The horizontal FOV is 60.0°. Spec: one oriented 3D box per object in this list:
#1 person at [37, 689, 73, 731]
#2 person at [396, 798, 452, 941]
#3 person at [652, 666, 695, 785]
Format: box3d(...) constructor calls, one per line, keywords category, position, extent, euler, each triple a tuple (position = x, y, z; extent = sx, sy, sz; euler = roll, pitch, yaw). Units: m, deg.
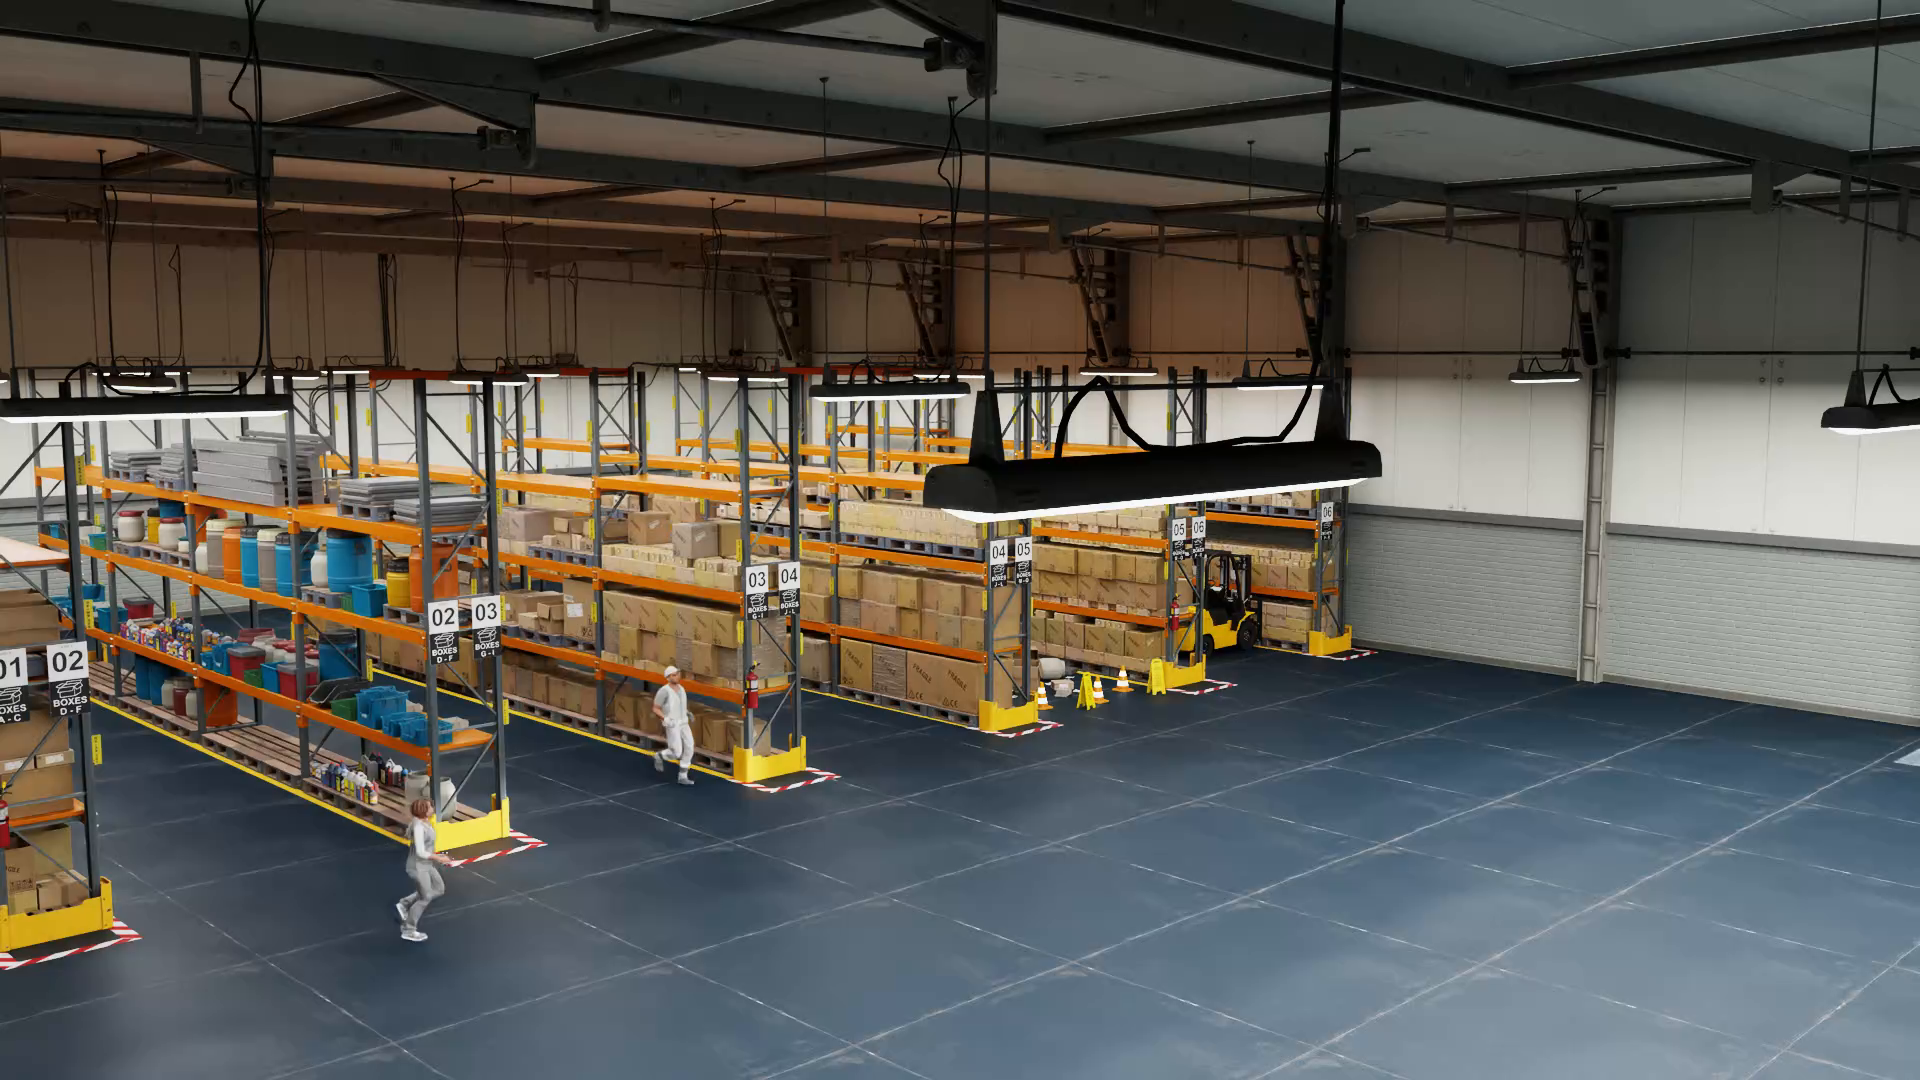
box3d(category="person", position=(-14.166, 2.606, 26.064), extent=(0.586, 1.558, 0.508), euler=(5, 8, 40))
box3d(category="person", position=(-5.801, 3.542, 17.986), extent=(0.602, 1.558, 0.566), euler=(-1, 7, -12))
box3d(category="person", position=(-4.186, 2.714, 24.412), extent=(0.744, 1.735, 0.637), euler=(5, 8, 38))
